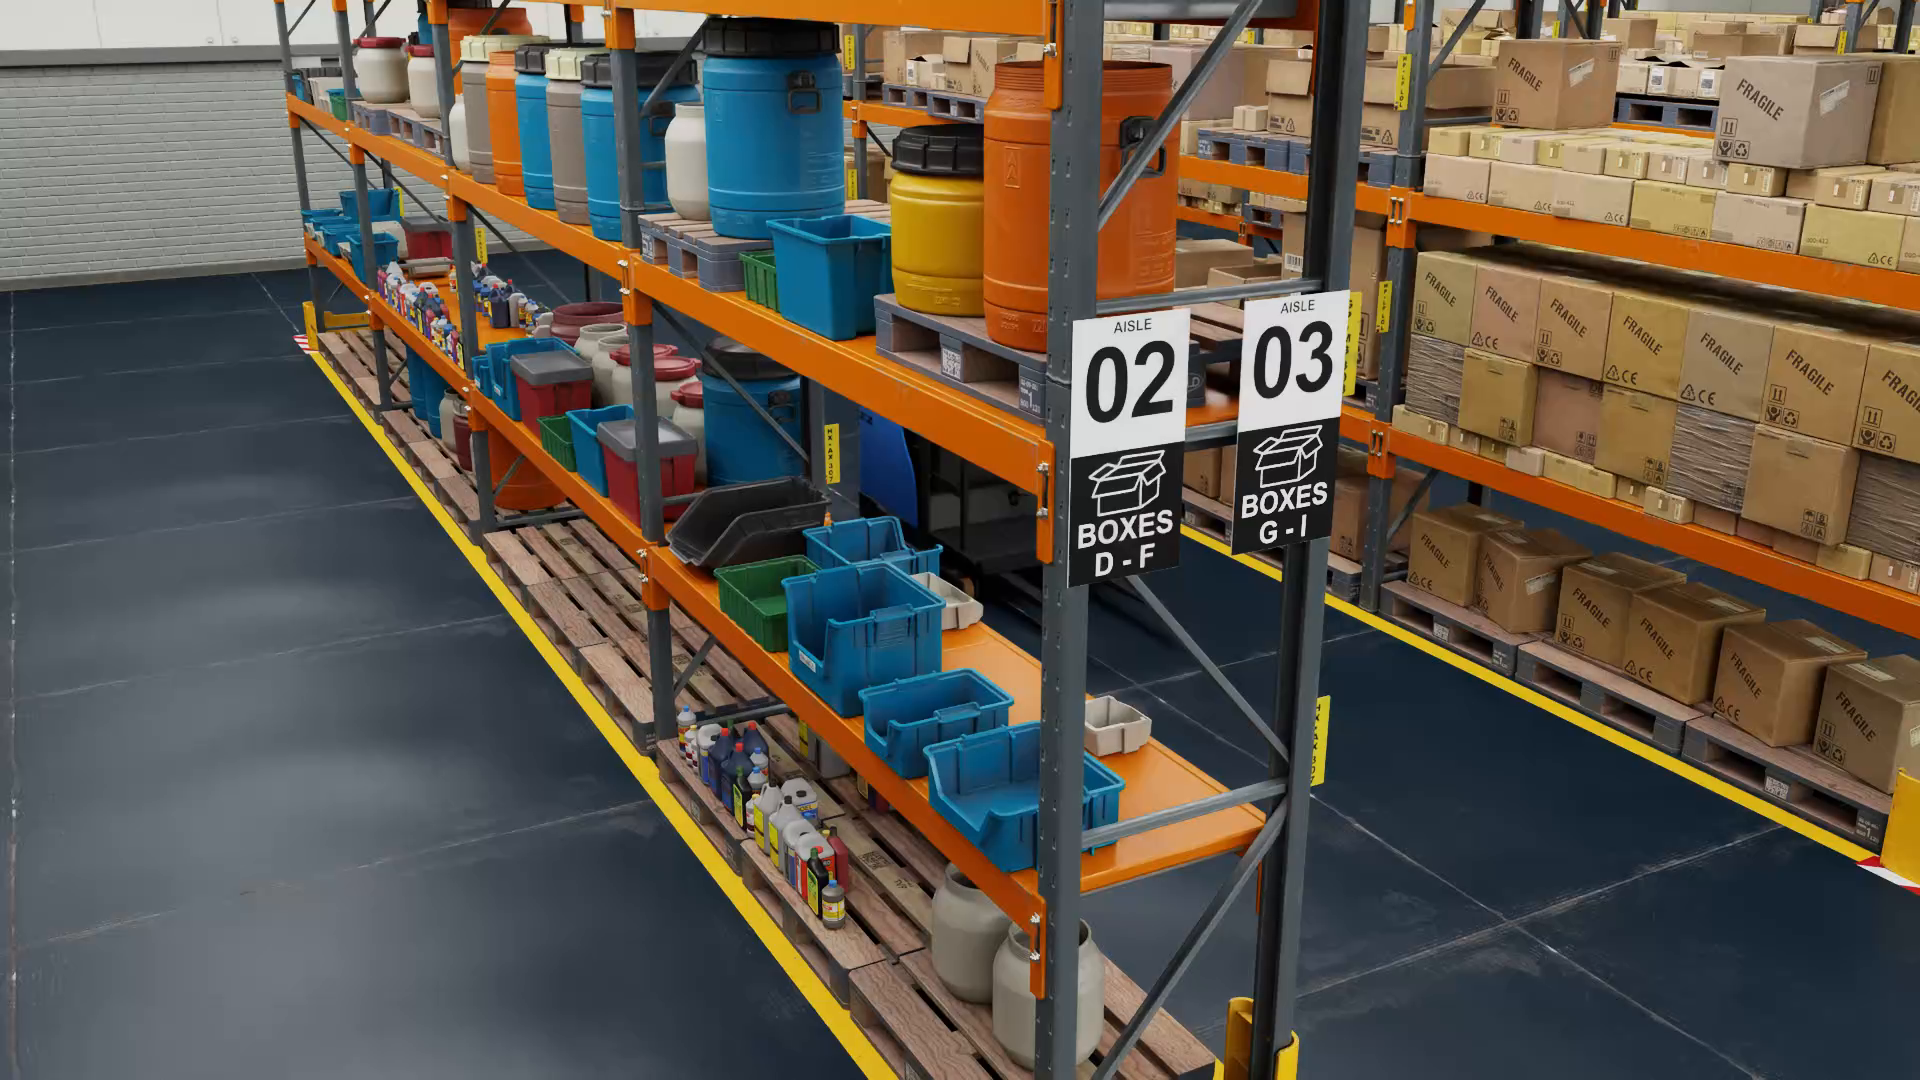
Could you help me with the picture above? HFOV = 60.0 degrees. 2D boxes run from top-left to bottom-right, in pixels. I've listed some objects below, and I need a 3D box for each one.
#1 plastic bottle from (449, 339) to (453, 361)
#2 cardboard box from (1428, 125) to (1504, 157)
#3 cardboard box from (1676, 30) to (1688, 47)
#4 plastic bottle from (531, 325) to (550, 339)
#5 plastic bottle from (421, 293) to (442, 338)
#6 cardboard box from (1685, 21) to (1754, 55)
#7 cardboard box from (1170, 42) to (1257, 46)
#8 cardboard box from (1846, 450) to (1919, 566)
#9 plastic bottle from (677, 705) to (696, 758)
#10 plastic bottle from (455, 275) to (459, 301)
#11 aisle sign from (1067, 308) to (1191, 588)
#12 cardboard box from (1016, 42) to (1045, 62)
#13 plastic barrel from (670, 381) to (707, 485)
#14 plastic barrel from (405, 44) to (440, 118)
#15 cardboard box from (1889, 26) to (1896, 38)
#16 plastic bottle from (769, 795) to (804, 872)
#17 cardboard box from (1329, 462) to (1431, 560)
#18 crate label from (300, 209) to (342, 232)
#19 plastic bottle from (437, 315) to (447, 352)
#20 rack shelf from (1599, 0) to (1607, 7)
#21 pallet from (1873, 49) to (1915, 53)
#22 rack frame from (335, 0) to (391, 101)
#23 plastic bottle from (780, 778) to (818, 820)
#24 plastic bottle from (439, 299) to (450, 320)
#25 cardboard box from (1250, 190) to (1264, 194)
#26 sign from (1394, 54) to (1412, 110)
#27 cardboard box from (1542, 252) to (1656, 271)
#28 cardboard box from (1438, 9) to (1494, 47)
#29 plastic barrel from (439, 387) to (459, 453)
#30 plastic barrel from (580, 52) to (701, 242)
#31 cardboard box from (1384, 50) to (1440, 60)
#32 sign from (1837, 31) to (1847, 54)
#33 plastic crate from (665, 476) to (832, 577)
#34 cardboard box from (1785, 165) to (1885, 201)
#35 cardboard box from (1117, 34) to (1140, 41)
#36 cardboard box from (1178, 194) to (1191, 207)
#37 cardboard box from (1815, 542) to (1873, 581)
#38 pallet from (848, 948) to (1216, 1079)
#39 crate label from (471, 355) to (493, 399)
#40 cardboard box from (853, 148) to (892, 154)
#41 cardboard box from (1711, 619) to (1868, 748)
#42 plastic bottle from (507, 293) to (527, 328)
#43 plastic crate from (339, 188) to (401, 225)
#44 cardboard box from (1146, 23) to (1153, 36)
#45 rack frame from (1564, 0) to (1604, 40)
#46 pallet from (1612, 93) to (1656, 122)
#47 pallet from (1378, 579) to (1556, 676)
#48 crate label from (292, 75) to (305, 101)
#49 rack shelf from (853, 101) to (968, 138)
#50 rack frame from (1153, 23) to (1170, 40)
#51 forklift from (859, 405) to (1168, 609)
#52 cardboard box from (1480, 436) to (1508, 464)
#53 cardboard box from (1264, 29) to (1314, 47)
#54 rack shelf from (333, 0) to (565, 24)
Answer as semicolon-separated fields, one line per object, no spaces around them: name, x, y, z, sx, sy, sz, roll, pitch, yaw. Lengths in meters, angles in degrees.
plastic bottle;-3.801;-1.455;12.555;0.097;0.201;0.097;0;19;0
cardboard box;3.057;-2.410;10.038;0.380;0.149;0.250;-11;22;-28
cardboard box;11.291;-7.647;25.370;0.500;0.250;0.500;-10;22;-28
plastic bottle;-3.140;-1.489;12.538;0.152;0.276;0.135;-10;21;-27
plastic bottle;-4.234;-1.804;13.336;0.144;0.351;0.185;-10;21;-27
cardboard box;8.903;-5.824;19.515;0.500;0.500;0.500;-10;21;-26
cardboard box;1.974;-3.622;13.011;0.500;0.500;0.500;-10;21;-27
cardboard box;4.836;-0.218;8.054;0.875;0.500;0.500;-10;21;-27
plastic bottle;-1.420;0.992;8.665;0.097;0.271;0.097;0;19;0
plastic bottle;-4.387;-2.286;14.735;0.144;0.351;0.185;-10;21;-27
aisle sign;0.487;-0.263;4.809;0.394;0.787;0.004;-10;21;-27
cardboard box;0.921;-3.993;14.205;0.797;0.503;0.637;-9;21;-23
plastic barrel;-1.447;-0.622;9.626;0.433;0.535;0.433;0;19;0
plastic barrel;-4.059;-3.563;12.909;0.433;0.535;0.433;0;19;0
cardboard box;12.809;-6.870;22.476;0.380;0.149;0.250;-10;21;-26
plastic bottle;-0.788;1.321;7.591;0.144;0.351;0.185;-9;21;-24
cardboard box;2.901;-0.222;11.833;0.700;0.500;0.500;-12;22;-31
crate label;-7.056;-3.521;18.401;0.416;0.233;0.303;-10;21;-27
plastic bottle;-3.986;-1.600;12.868;0.097;0.271;0.097;0;19;0
rack shelf;6.637;-4.636;13.987;1.077;0.370;4.000;-10;21;-27
pallet;12.711;-6.748;23.279;1.213;0.211;1.003;-10;21;-27
rack frame;-4.984;-5.381;14.431;1.000;3.000;0.127;-10;21;-27
plastic bottle;-0.757;1.273;7.845;0.152;0.276;0.135;-10;21;-27
plastic bottle;-4.156;-1.795;13.415;0.061;0.283;0.133;-10;21;-27
cardboard box;3.570;-4.088;19.165;0.380;0.149;0.250;-10;21;-26
sign;2.687;-2.777;10.087;0.100;0.325;0.005;-10;21;-27
cardboard box;3.868;-1.447;10.083;0.500;0.500;0.500;-10;21;-27
cardboard box;7.022;-7.105;23.074;0.500;0.500;0.500;-10;21;-26
plastic barrel;-4.215;-1.030;14.187;0.421;0.512;0.421;0;19;0
plastic barrel;-1.618;-2.016;8.508;0.600;0.901;0.708;-10;21;-27
cardboard box;4.710;-4.779;17.130;0.500;0.500;0.500;-10;21;-27
sign;9.503;-5.315;17.924;0.100;0.325;0.005;-10;21;-27
plastic crate;-1.049;-0.049;8.271;0.767;0.338;0.504;-10;21;-27
cardboard box;4.272;-1.748;8.118;0.380;0.149;0.250;-10;21;-26
cardboard box;2.346;-6.321;21.215;0.500;0.250;0.500;-10;21;-26
cardboard box;2.897;-4.273;20.801;0.380;0.149;0.250;-11;22;-29
cardboard box;4.474;0.066;8.228;0.380;0.149;0.250;-10;21;-27
pallet;0.255;1.969;6.601;1.003;0.211;1.213;-10;21;-27
crate label;-3.215;-1.139;11.590;0.303;0.233;0.416;-10;21;-27
cardboard box;-0.855;-4.056;18.412;0.500;0.500;0.500;-10;21;-27
cardboard box;4.477;0.767;8.997;0.500;0.500;0.500;-4;20;-12
plastic bottle;-3.664;-1.911;13.760;0.152;0.276;0.135;-10;21;-27
plastic crate;-6.560;-3.671;18.527;0.616;0.435;0.499;-10;21;-27
cardboard box;2.553;-6.393;20.814;0.380;0.149;0.250;-9;21;-25
rack frame;5.687;-5.739;15.469;1.000;3.000;0.127;-10;21;-27
pallet;6.040;-4.056;15.477;1.213;0.211;1.003;-9;21;-24
pallet;3.524;0.490;10.889;1.003;0.211;1.213;-10;21;-27
crate label;-6.730;-4.726;17.359;0.408;0.251;0.502;-10;21;-27
rack shelf;0.324;-3.816;15.597;1.077;0.370;4.000;-10;21;-27
rack frame;1.274;-5.000;13.326;1.000;3.000;0.127;-10;21;-27
forklift;0.346;-1.131;11.417;1.130;2.935;3.031;-10;21;-26
cardboard box;3.388;-0.577;10.091;0.380;0.149;0.250;-10;21;-27
cardboard box;3.871;-5.590;18.836;0.700;0.500;0.500;-10;21;-27
rack shelf;-4.035;-4.278;12.949;1.077;0.370;4.000;-10;21;-27
